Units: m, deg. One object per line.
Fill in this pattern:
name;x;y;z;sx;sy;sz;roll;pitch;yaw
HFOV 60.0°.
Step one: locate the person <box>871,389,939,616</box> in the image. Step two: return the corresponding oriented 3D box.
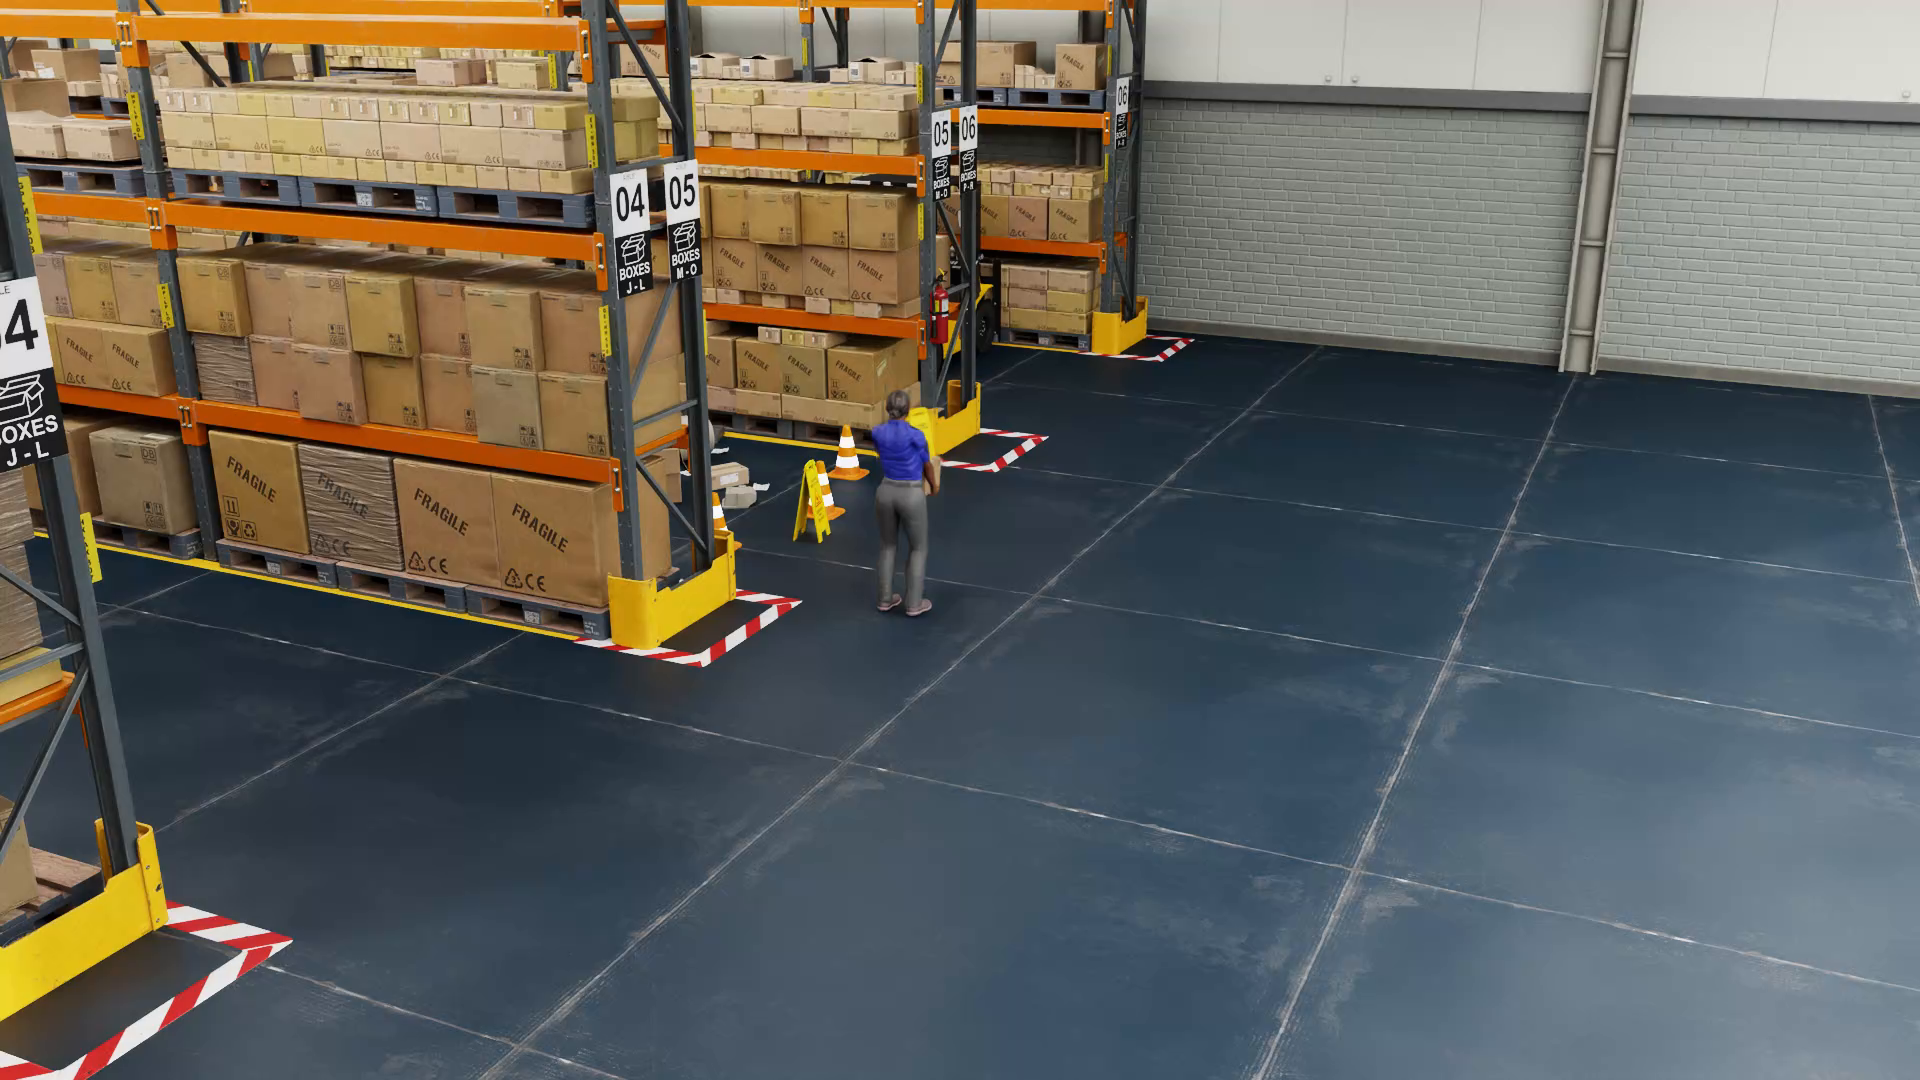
person;-0.388;-0.297;11.943;0.423;1.656;0.506;8;21;22
